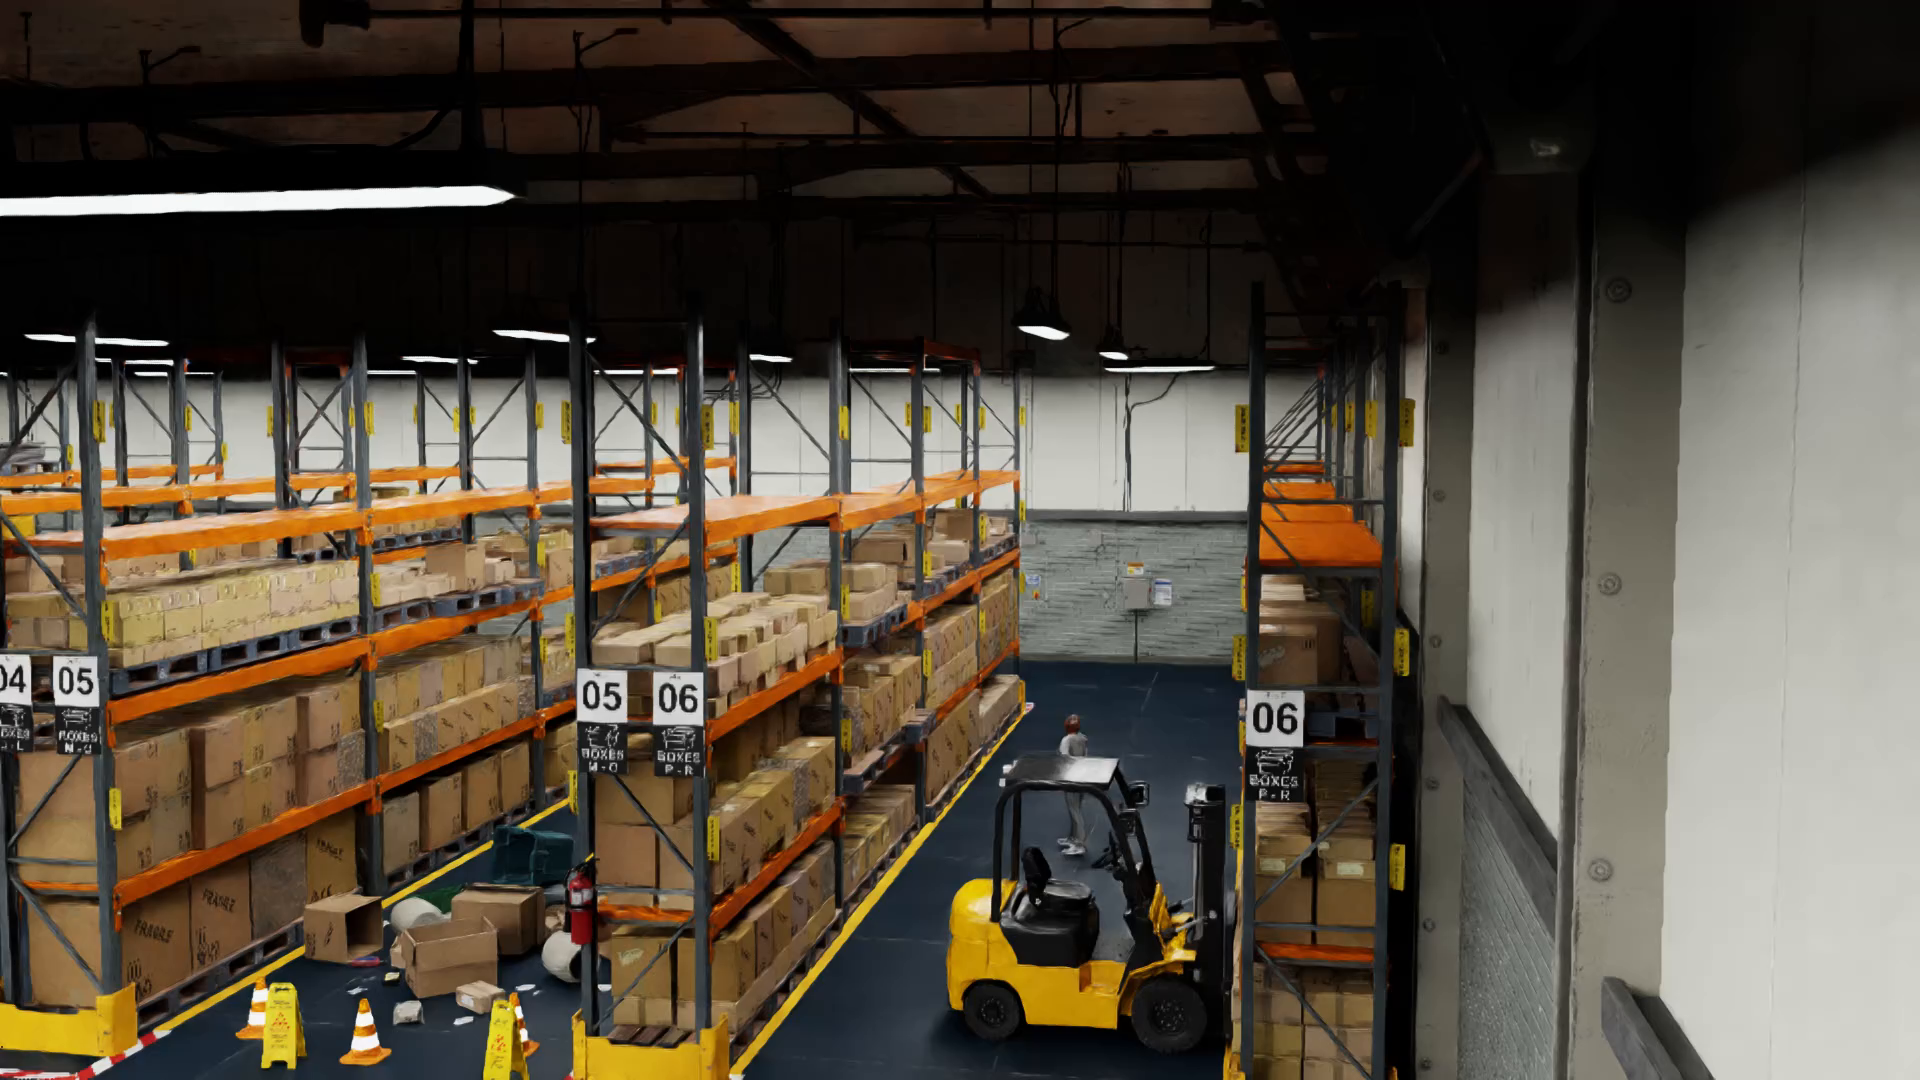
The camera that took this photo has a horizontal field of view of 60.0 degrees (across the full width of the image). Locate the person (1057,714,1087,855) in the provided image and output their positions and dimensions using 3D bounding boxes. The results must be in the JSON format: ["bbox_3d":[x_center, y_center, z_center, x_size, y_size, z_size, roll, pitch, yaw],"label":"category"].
[{"bbox_3d":[1.300,2.805,19.288,0.527,1.592,0.522,4,6,39],"label":"person"}]
